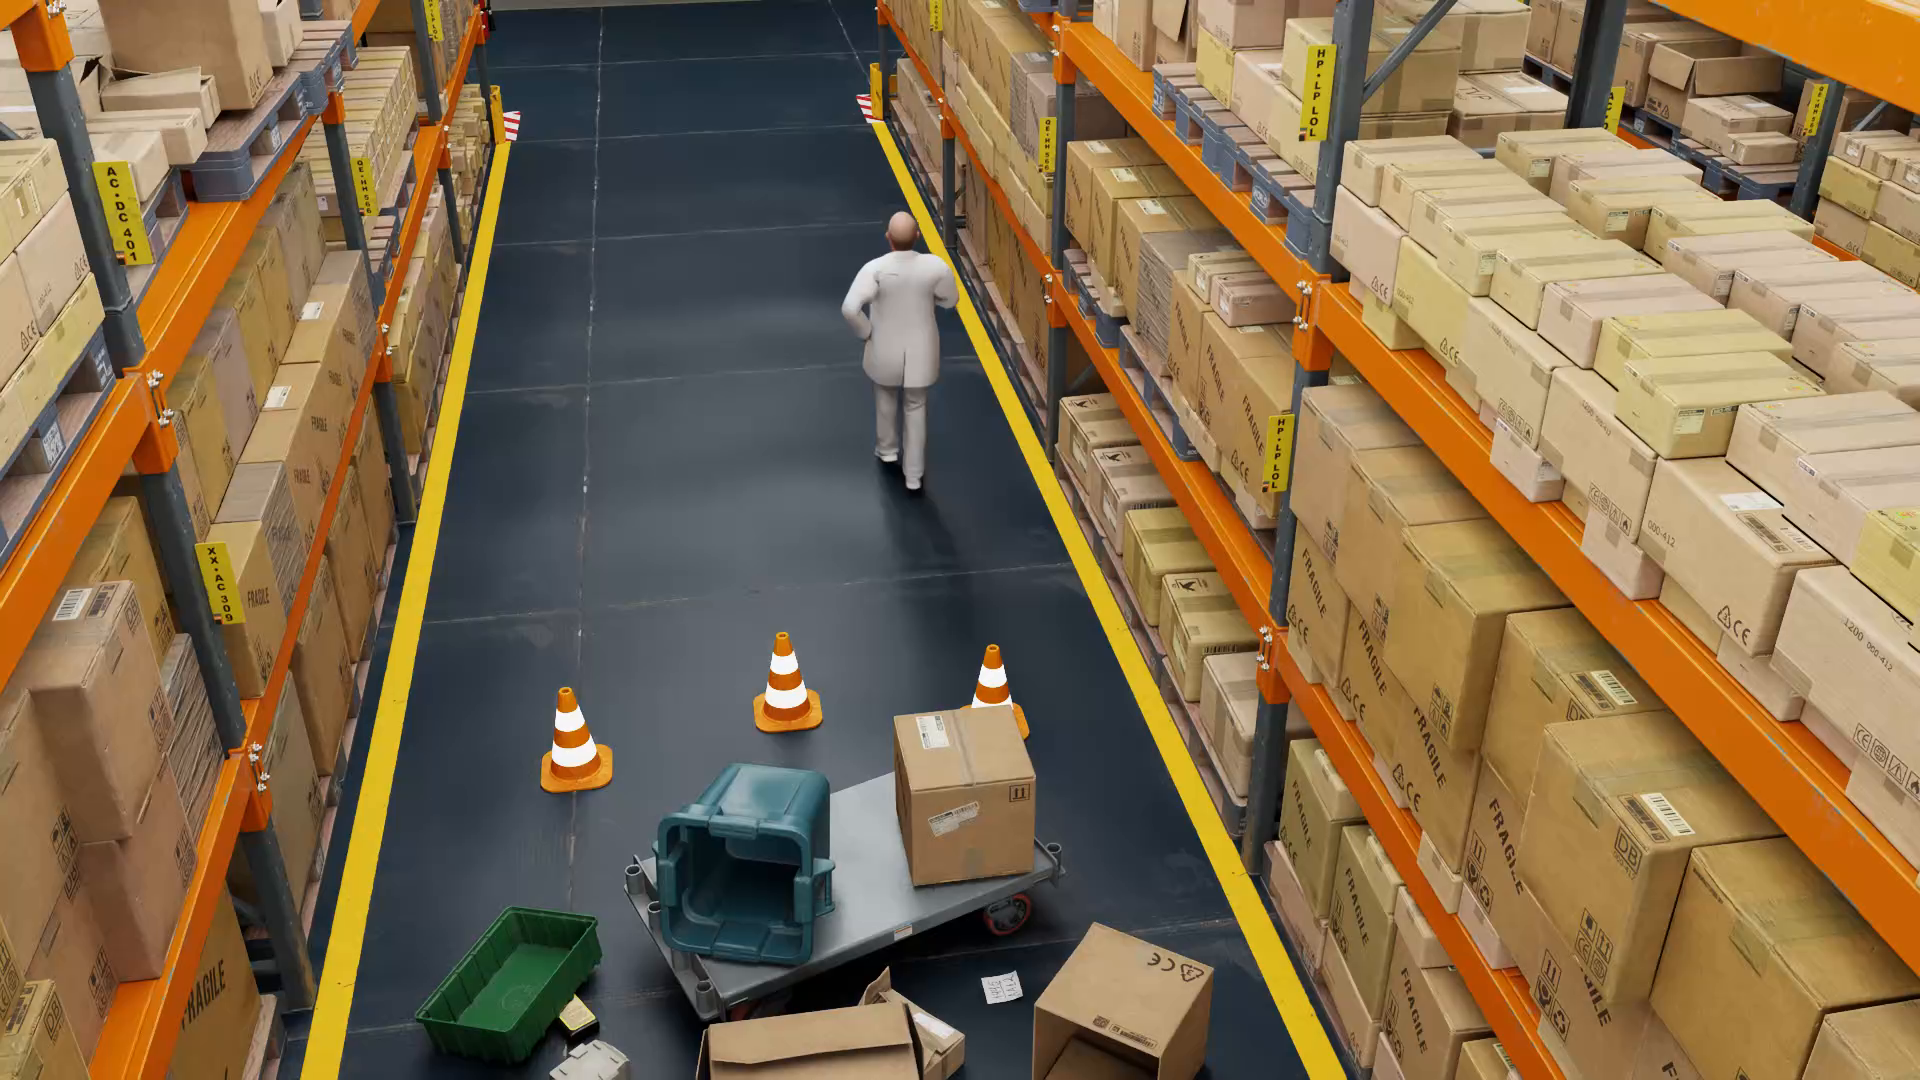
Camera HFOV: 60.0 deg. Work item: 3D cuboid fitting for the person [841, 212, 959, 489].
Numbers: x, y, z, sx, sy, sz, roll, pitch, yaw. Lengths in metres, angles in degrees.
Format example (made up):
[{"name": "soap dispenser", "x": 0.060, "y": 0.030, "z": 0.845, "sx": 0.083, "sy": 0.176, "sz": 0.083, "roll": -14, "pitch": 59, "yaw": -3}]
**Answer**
[{"name": "person", "x": -0.365, "y": -1.195, "z": 10.179, "sx": 0.719, "sy": 1.788, "sz": 0.775, "roll": -3, "pitch": 30, "yaw": -5}]
